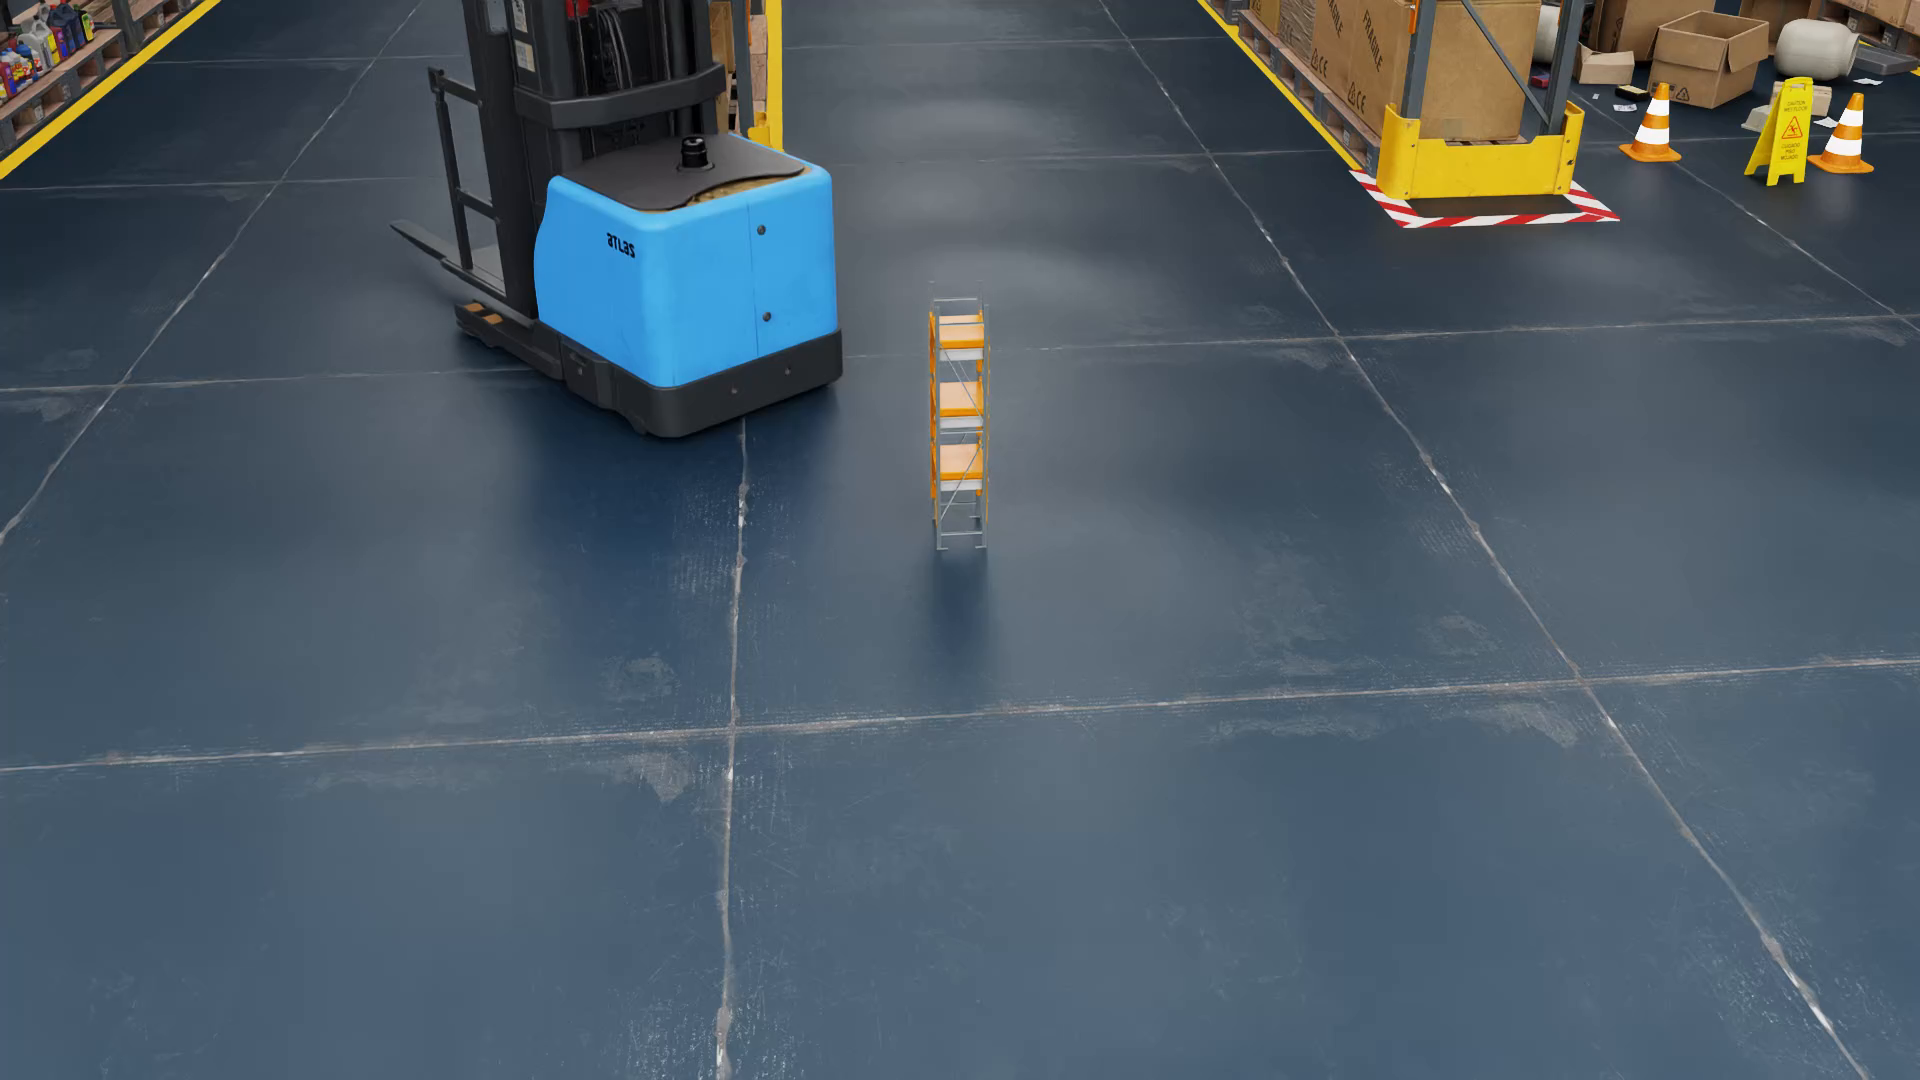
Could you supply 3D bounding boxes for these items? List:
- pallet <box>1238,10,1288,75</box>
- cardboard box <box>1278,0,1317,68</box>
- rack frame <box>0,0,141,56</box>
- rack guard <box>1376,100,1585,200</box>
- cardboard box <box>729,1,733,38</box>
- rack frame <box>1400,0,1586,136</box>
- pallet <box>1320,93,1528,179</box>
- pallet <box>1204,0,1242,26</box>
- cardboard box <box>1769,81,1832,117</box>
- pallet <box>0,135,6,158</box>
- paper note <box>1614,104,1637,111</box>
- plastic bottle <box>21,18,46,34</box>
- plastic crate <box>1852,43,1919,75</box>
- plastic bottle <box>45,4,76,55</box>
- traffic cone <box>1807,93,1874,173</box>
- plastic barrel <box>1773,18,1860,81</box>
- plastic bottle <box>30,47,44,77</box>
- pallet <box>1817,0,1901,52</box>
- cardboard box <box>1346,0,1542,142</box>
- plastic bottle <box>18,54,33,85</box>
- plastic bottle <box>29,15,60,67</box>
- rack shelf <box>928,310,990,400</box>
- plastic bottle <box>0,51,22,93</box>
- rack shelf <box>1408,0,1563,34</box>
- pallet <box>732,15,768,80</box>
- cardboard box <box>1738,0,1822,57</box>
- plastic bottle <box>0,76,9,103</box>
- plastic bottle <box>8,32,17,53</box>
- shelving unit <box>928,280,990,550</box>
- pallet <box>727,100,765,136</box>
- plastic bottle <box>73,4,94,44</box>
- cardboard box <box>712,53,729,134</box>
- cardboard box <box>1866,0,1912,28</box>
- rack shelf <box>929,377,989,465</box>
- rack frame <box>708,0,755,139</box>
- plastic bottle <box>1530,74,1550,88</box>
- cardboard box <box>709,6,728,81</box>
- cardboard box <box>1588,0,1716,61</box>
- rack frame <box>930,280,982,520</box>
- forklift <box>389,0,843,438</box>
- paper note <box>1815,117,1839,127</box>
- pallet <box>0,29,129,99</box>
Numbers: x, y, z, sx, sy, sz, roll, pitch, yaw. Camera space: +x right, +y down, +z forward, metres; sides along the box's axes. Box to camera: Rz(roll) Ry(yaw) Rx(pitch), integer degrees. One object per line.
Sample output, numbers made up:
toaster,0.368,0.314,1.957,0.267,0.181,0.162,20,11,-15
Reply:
pallet,2.837,-3.969,13.188,1.003,0.211,1.213,-3,31,-5
cardboard box,2.921,-4.041,12.253,0.875,0.875,0.875,-3,31,-4
rack frame,-7.035,-5.134,12.421,1.000,3.000,0.127,-3,31,-5
rack guard,3.220,-2.430,10.331,1.175,0.500,0.348,-3,31,-5
cardboard box,-2.045,-3.981,12.517,0.500,0.500,0.500,7,32,11
rack frame,3.218,-3.516,9.711,1.000,3.000,0.127,-3,31,-5
pallet,3.065,-2.723,11.103,1.003,0.211,1.213,-3,31,-5
pallet,2.697,-4.751,14.498,1.003,0.211,1.213,-3,31,-5
cardboard box,6.003,-3.153,11.883,0.380,0.149,0.250,13,33,21
pallet,-6.786,-2.347,10.473,1.003,0.211,1.213,-3,31,-5
paper note,4.765,-3.101,11.913,0.144,0.017,0.142,8,32,13
plastic bottle,-6.815,-3.721,12.282,0.152,0.276,0.135,-3,31,-5
plastic crate,7.093,-3.752,12.954,0.402,0.080,0.583,-14,33,-22
plastic bottle,-6.670,-3.773,12.296,0.144,0.351,0.185,-4,31,-7
traffic cone,5.739,-2.646,10.729,0.336,0.463,0.334,-3,31,-5
plastic barrel,6.436,-3.680,12.499,0.512,0.421,0.421,20,36,29
plastic bottle,-6.590,-3.402,11.820,0.097,0.201,0.097,0,31,0
pallet,7.861,-4.308,13.757,1.003,0.211,1.213,-3,31,-5
cardboard box,3.089,-3.127,10.722,0.875,0.875,0.875,-3,31,-4
plastic bottle,-6.571,-3.297,11.645,0.097,0.201,0.097,0,31,0
plastic bottle,-6.640,-3.608,12.020,0.144,0.351,0.185,-3,31,-5
rack shelf,-0.005,-0.713,6.386,0.215,0.259,0.240,-3,31,-5
plastic bottle,-6.553,-3.225,11.456,0.097,0.271,0.097,0,31,0
rack shelf,3.031,-4.228,11.605,1.077,0.370,4.000,-3,31,-5
pallet,-2.006,-3.833,12.962,1.003,0.211,1.213,-3,31,-5
cardboard box,6.508,-4.162,13.228,0.500,0.500,0.500,20,36,29
plastic bottle,-6.530,-3.073,11.270,0.097,0.201,0.097,0,31,0
plastic bottle,-6.735,-3.491,11.889,0.061,0.283,0.133,-3,31,-5
shelving unit,-0.005,-0.478,6.527,0.215,1.050,0.252,-3,31,-5
pallet,-1.778,-2.588,10.876,1.003,0.211,1.213,-3,31,-5
plastic bottle,-6.662,-3.927,12.620,0.061,0.283,0.133,-1,31,-2
cardboard box,-1.772,-2.756,10.468,0.500,0.500,0.500,3,31,5
cardboard box,7.610,-4.260,13.229,0.500,0.250,0.500,-1,31,-2
rack shelf,-0.005,-0.469,6.532,0.215,0.259,0.240,-3,31,-5
rack frame,-1.730,-3.330,9.399,1.000,3.000,0.127,-3,31,-5
plastic bottle,4.429,-3.445,12.458,0.283,0.061,0.133,-14,33,-22
cardboard box,-1.901,-3.380,11.512,0.500,0.500,0.500,0,31,0
cardboard box,5.356,-4.043,12.896,0.797,0.637,0.503,-3,31,-5
rack frame,-0.016,-0.540,6.631,0.200,1.050,0.008,-3,31,-5
forklift,-1.922,-2.382,7.879,1.130,2.935,3.031,-25,39,-35
paper note,6.066,-2.917,11.604,0.148,0.019,0.142,-14,33,-22
pallet,-7.014,-3.592,12.559,1.003,0.211,1.213,-3,31,-5
